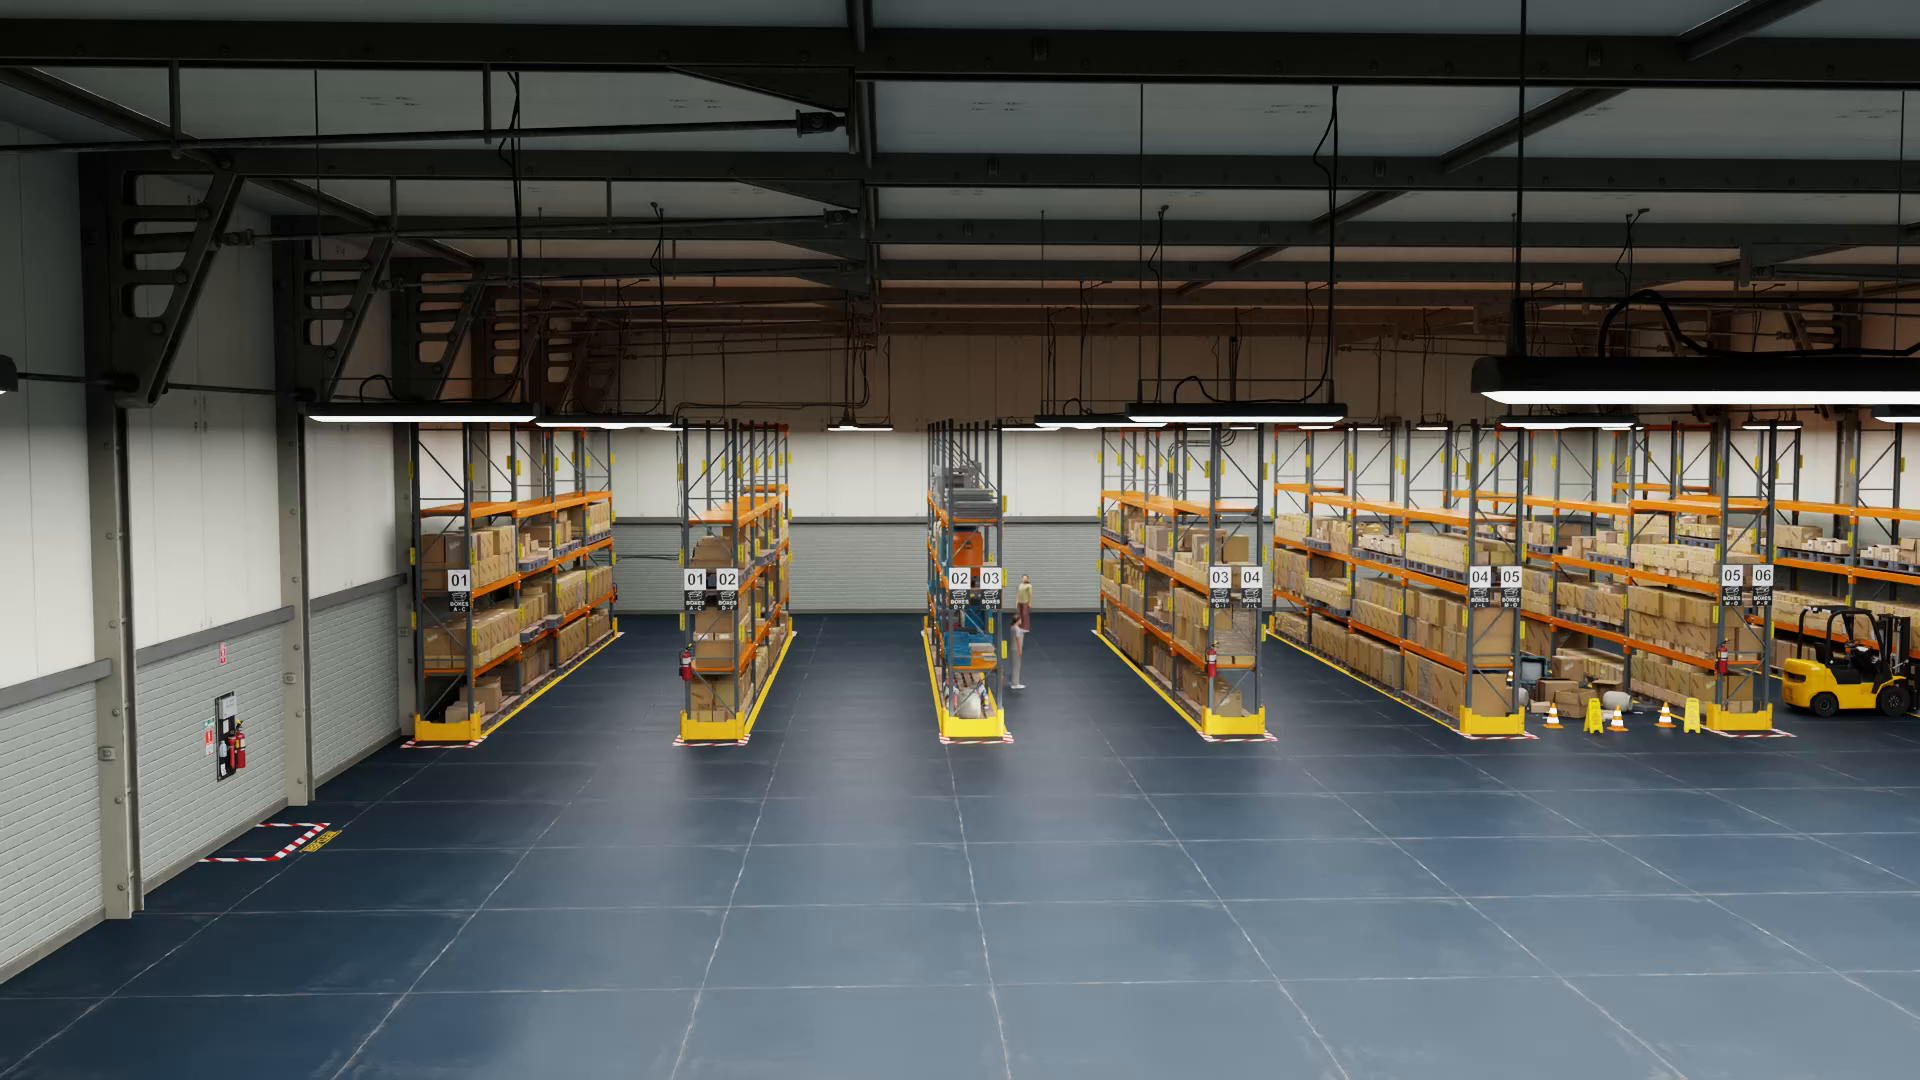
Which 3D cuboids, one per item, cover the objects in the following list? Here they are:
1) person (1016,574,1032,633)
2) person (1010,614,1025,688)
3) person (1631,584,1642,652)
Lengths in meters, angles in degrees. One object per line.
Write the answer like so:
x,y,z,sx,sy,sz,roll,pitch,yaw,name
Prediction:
1.815,1.840,47.899,0.423,1.713,0.505,-3,5,-44,person
1.305,2.517,37.385,0.400,1.713,0.512,-1,4,-15,person
17.681,2.058,43.381,0.596,1.807,0.608,-1,4,-22,person
